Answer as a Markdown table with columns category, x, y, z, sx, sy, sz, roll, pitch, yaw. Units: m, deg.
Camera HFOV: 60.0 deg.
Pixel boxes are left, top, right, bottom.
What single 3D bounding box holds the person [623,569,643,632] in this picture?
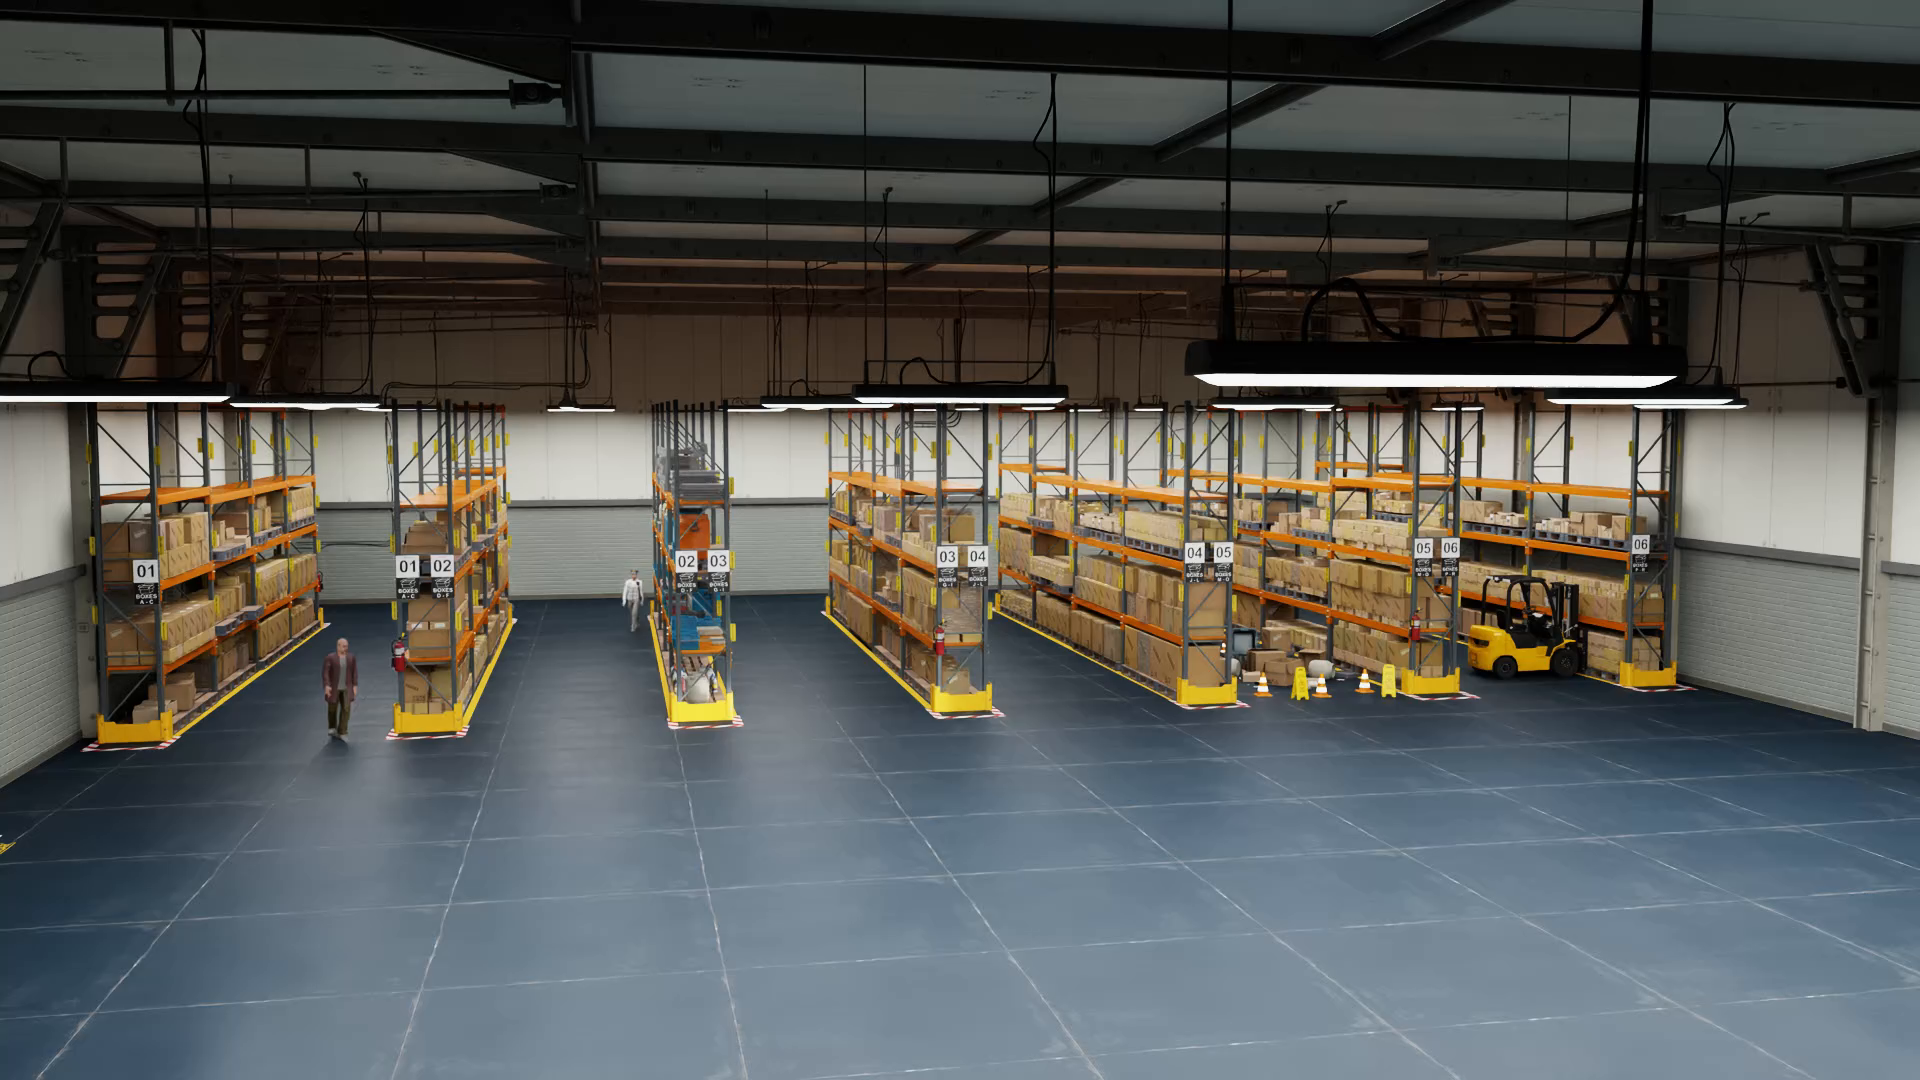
| category | x | y | z | sx | sy | sz | roll | pitch | yaw |
| --- | --- | --- | --- | --- | --- | --- | --- | --- | --- |
| person | -8.638 | 1.581 | 43.942 | 0.483 | 1.629 | 0.960 | 1 | 4 | 9 |

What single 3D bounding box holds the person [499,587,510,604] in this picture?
| category | x | y | z | sx | sy | sz | roll | pitch | yaw |
| --- | --- | --- | --- | --- | --- | --- | --- | --- | --- |
| person | -13.041 | 1.300 | 47.082 | 0.822 | 1.756 | 0.582 | -4 | 6 | -42 |

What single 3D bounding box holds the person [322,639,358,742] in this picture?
| category | x | y | z | sx | sy | sz | roll | pitch | yaw |
| --- | --- | --- | --- | --- | --- | --- | --- | --- | --- |
| person | -10.970 | 2.645 | 29.461 | 0.667 | 1.790 | 0.823 | -3 | 5 | -37 |

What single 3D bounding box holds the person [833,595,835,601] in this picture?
| category | x | y | z | sx | sy | sz | roll | pitch | yaw |
| --- | --- | --- | --- | --- | --- | --- | --- | --- | --- |
| person | -3.425 | 1.193 | 49.098 | 0.980 | 1.641 | 0.433 | 0 | 4 | 6 |
